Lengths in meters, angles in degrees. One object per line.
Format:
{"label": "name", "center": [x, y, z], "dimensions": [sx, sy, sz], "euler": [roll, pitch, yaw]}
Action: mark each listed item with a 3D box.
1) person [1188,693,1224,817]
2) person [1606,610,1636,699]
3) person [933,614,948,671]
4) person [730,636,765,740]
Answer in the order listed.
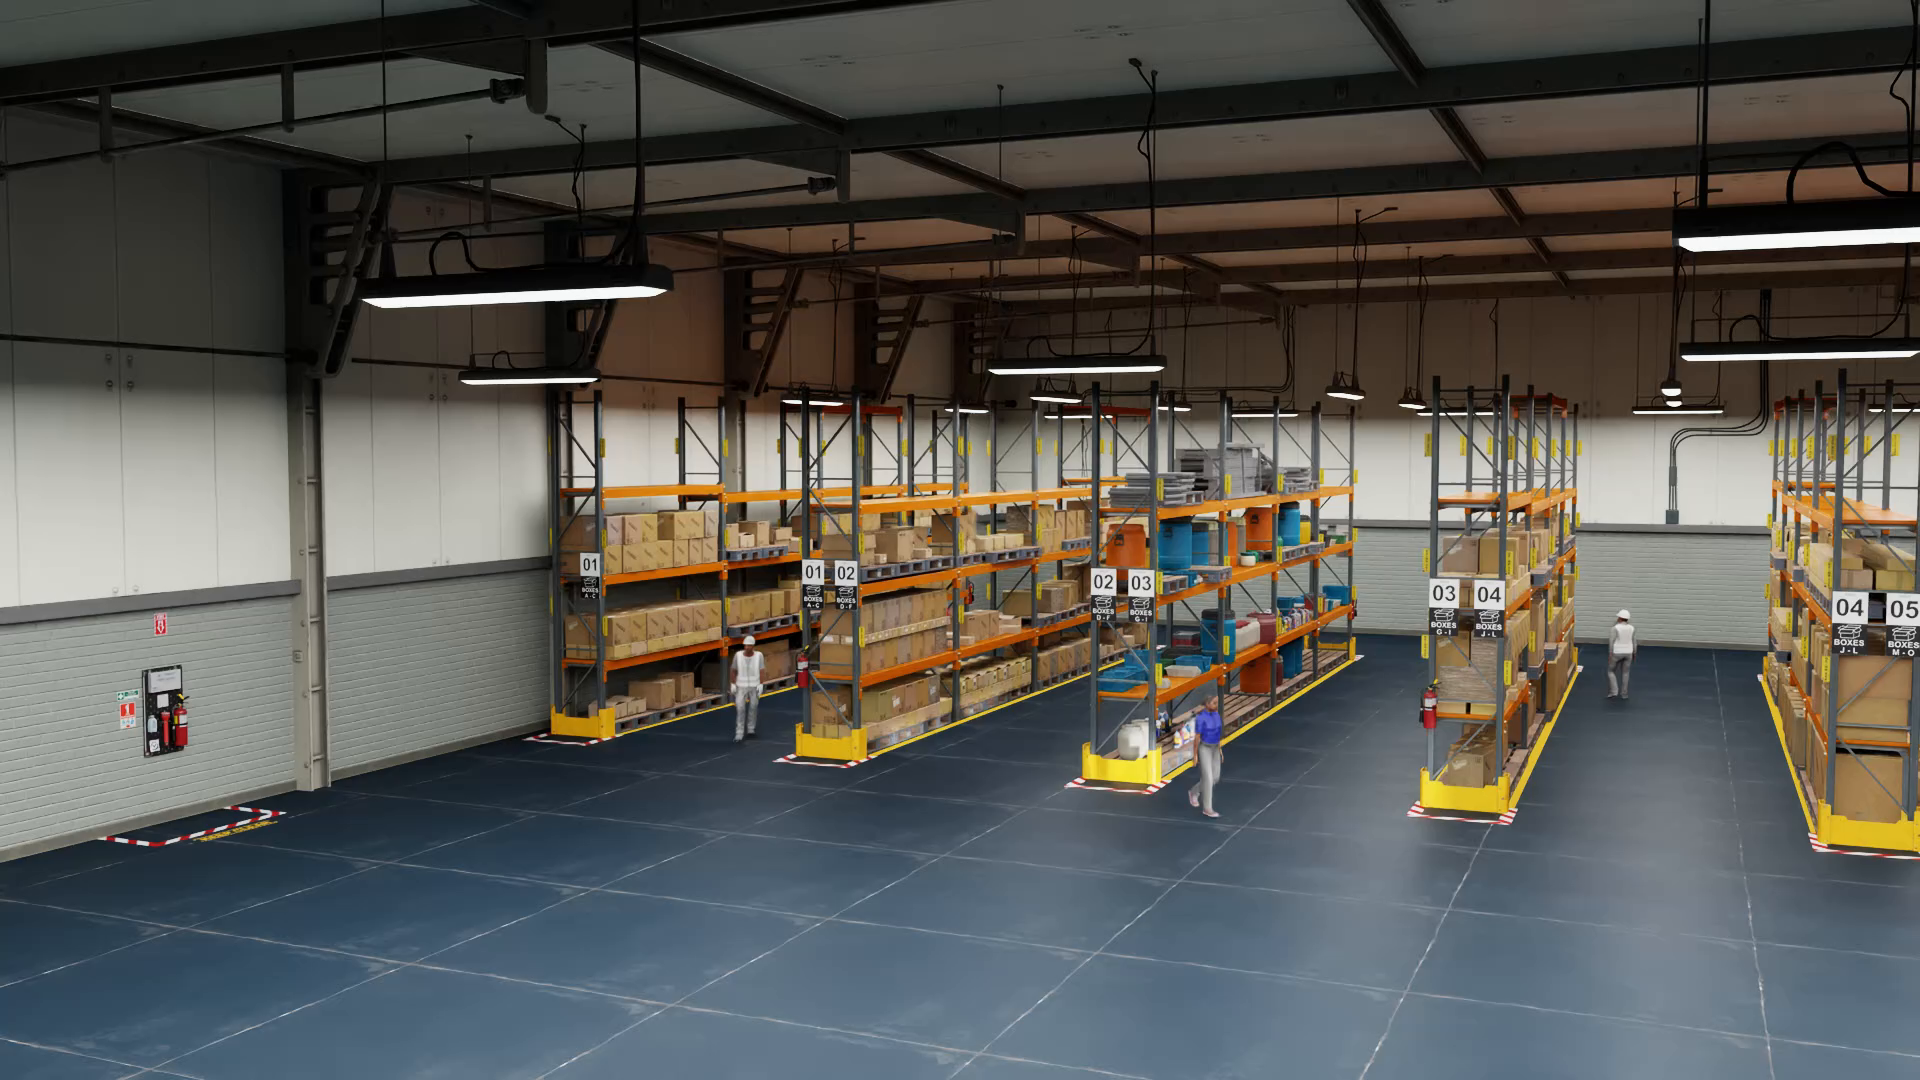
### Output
{"label": "person", "center": [3.368, 2.914, 22.821], "dimensions": [0.467, 1.643, 0.714], "euler": [-3, 4, -43]}
{"label": "person", "center": [13.235, 2.294, 33.211], "dimensions": [0.613, 1.808, 0.424], "euler": [0, 3, 0]}
{"label": "person", "center": [-0.544, 2.136, 36.596], "dimensions": [0.566, 1.662, 1.099], "euler": [1, 3, 20]}
{"label": "person", "center": [-3.653, 2.522, 28.665], "dimensions": [0.576, 1.733, 0.944], "euler": [-1, 3, -12]}
